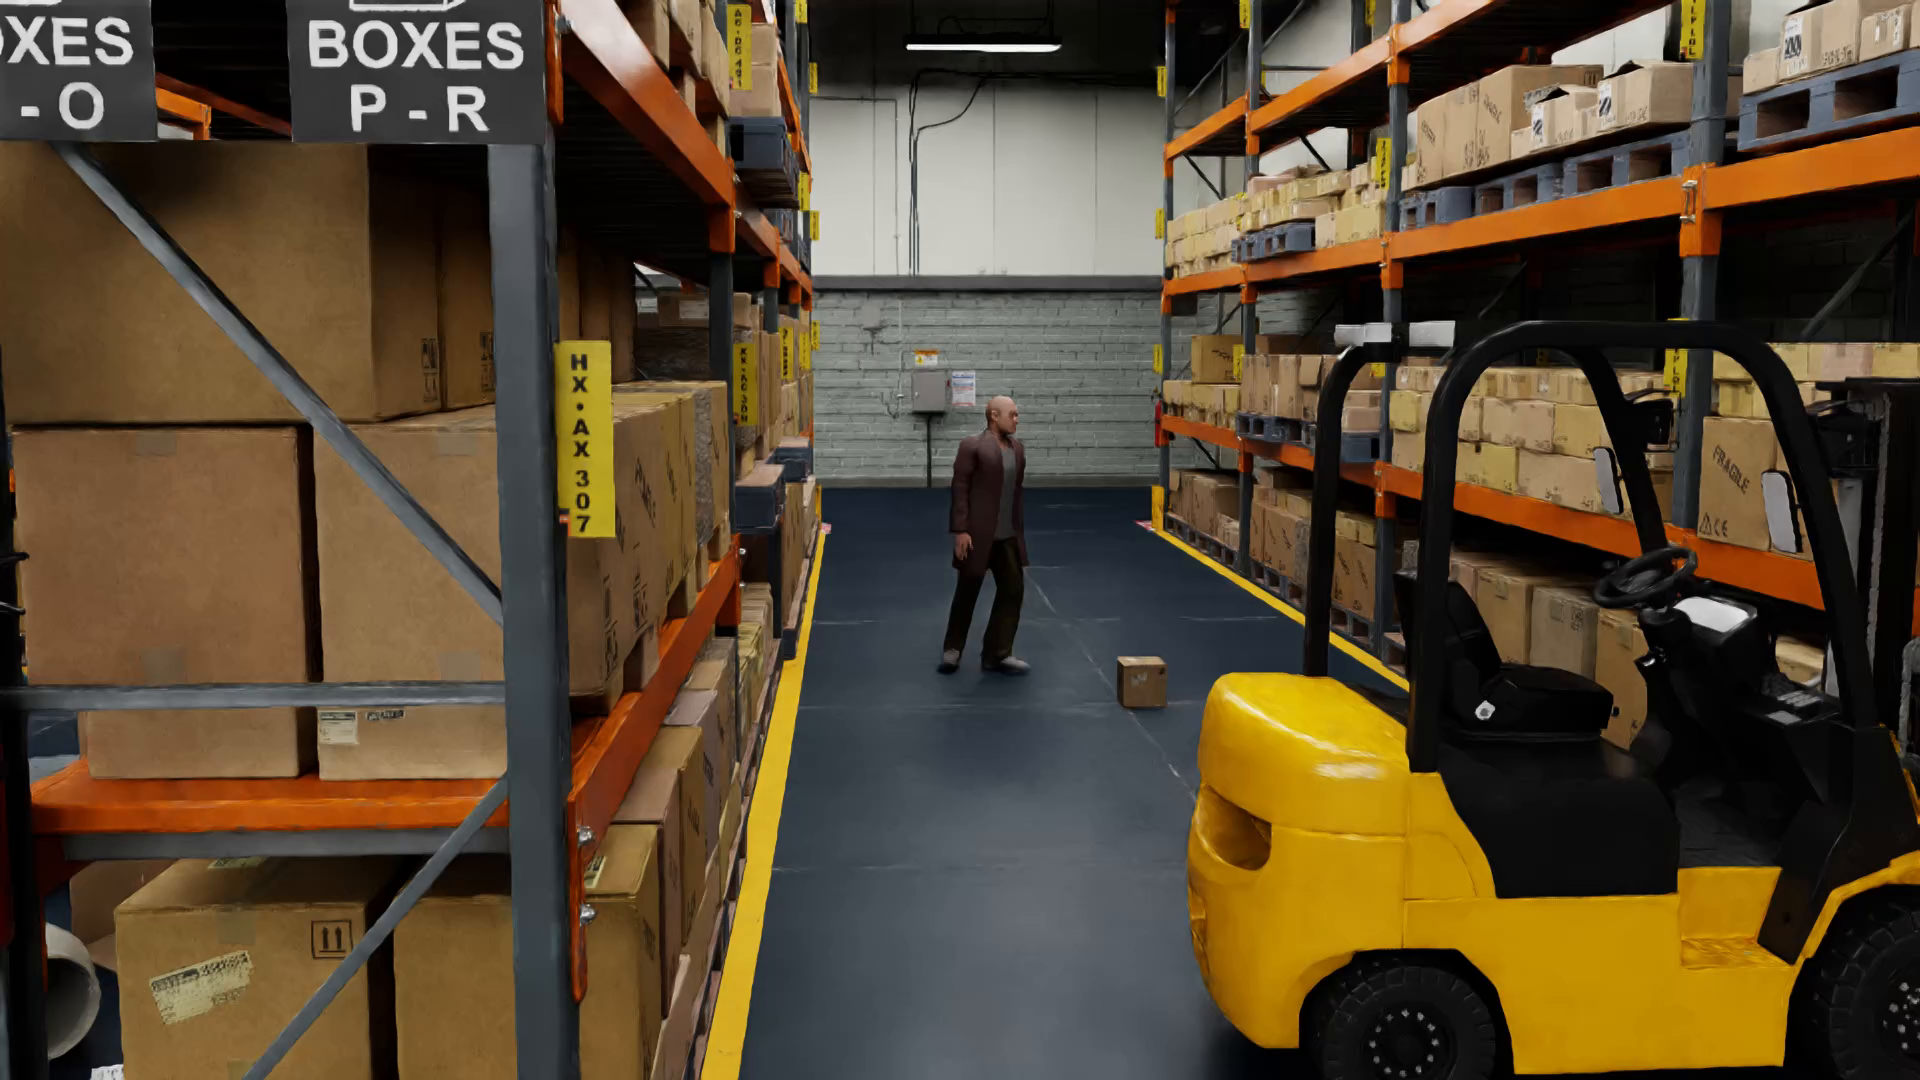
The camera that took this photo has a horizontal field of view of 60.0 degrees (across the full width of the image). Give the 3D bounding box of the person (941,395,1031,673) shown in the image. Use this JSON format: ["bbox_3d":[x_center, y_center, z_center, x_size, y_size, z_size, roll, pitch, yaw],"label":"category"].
[{"bbox_3d":[0.168,-0.044,10.690,0.611,1.769,0.626,-5,8,-37],"label":"person"}]
